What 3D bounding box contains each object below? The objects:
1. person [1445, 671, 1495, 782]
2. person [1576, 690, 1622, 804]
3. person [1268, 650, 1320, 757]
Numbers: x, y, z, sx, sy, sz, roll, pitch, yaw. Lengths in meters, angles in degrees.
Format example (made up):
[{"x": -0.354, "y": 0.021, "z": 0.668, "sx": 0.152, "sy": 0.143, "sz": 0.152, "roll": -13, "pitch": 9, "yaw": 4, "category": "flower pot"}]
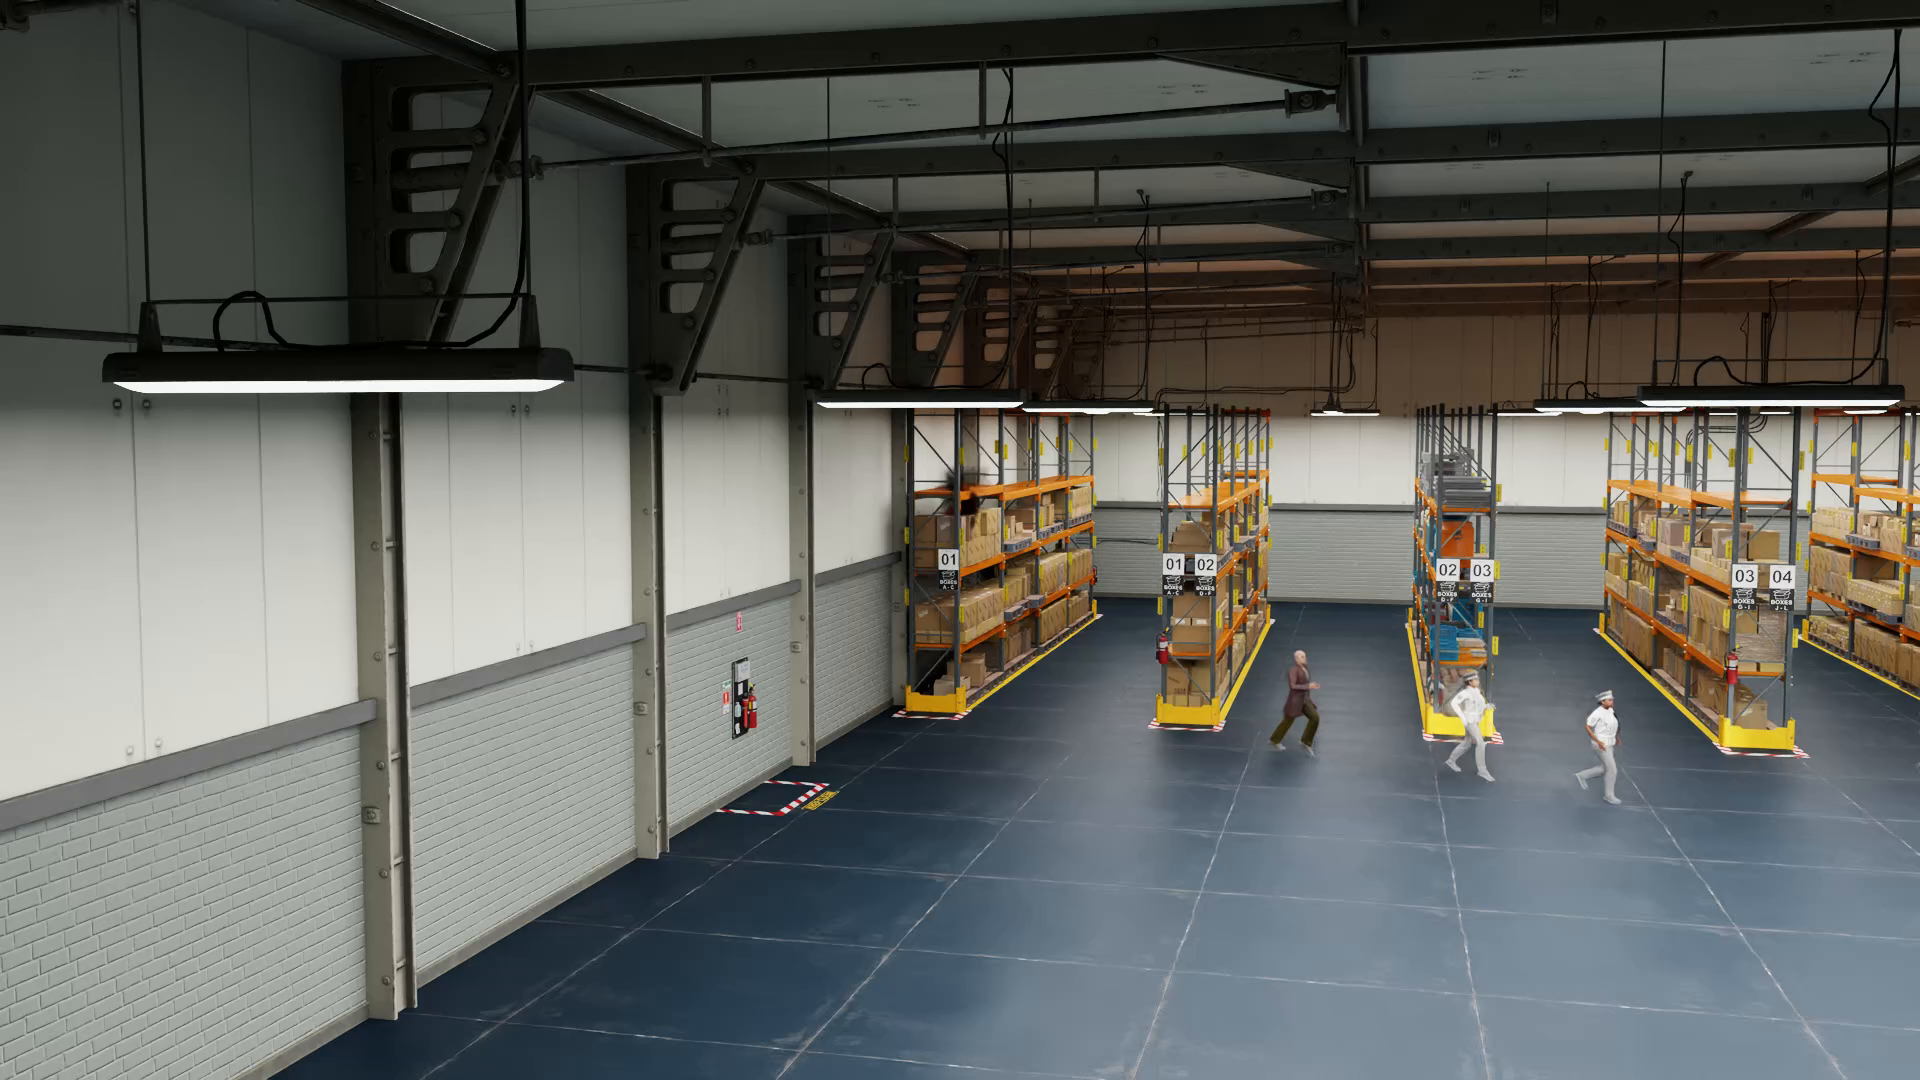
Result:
[{"x": 8.138, "y": 2.934, "z": 26.474, "sx": 0.856, "sy": 1.726, "sz": 0.593, "roll": 3, "pitch": 5, "yaw": 36, "category": "person"}, {"x": 9.620, "y": 3.079, "z": 25.013, "sx": 0.597, "sy": 1.685, "sz": 0.763, "roll": -4, "pitch": 6, "yaw": -43, "category": "person"}, {"x": 5.755, "y": 2.776, "z": 28.348, "sx": 0.734, "sy": 1.824, "sz": 0.972, "roll": -4, "pitch": 6, "yaw": -44, "category": "person"}]
